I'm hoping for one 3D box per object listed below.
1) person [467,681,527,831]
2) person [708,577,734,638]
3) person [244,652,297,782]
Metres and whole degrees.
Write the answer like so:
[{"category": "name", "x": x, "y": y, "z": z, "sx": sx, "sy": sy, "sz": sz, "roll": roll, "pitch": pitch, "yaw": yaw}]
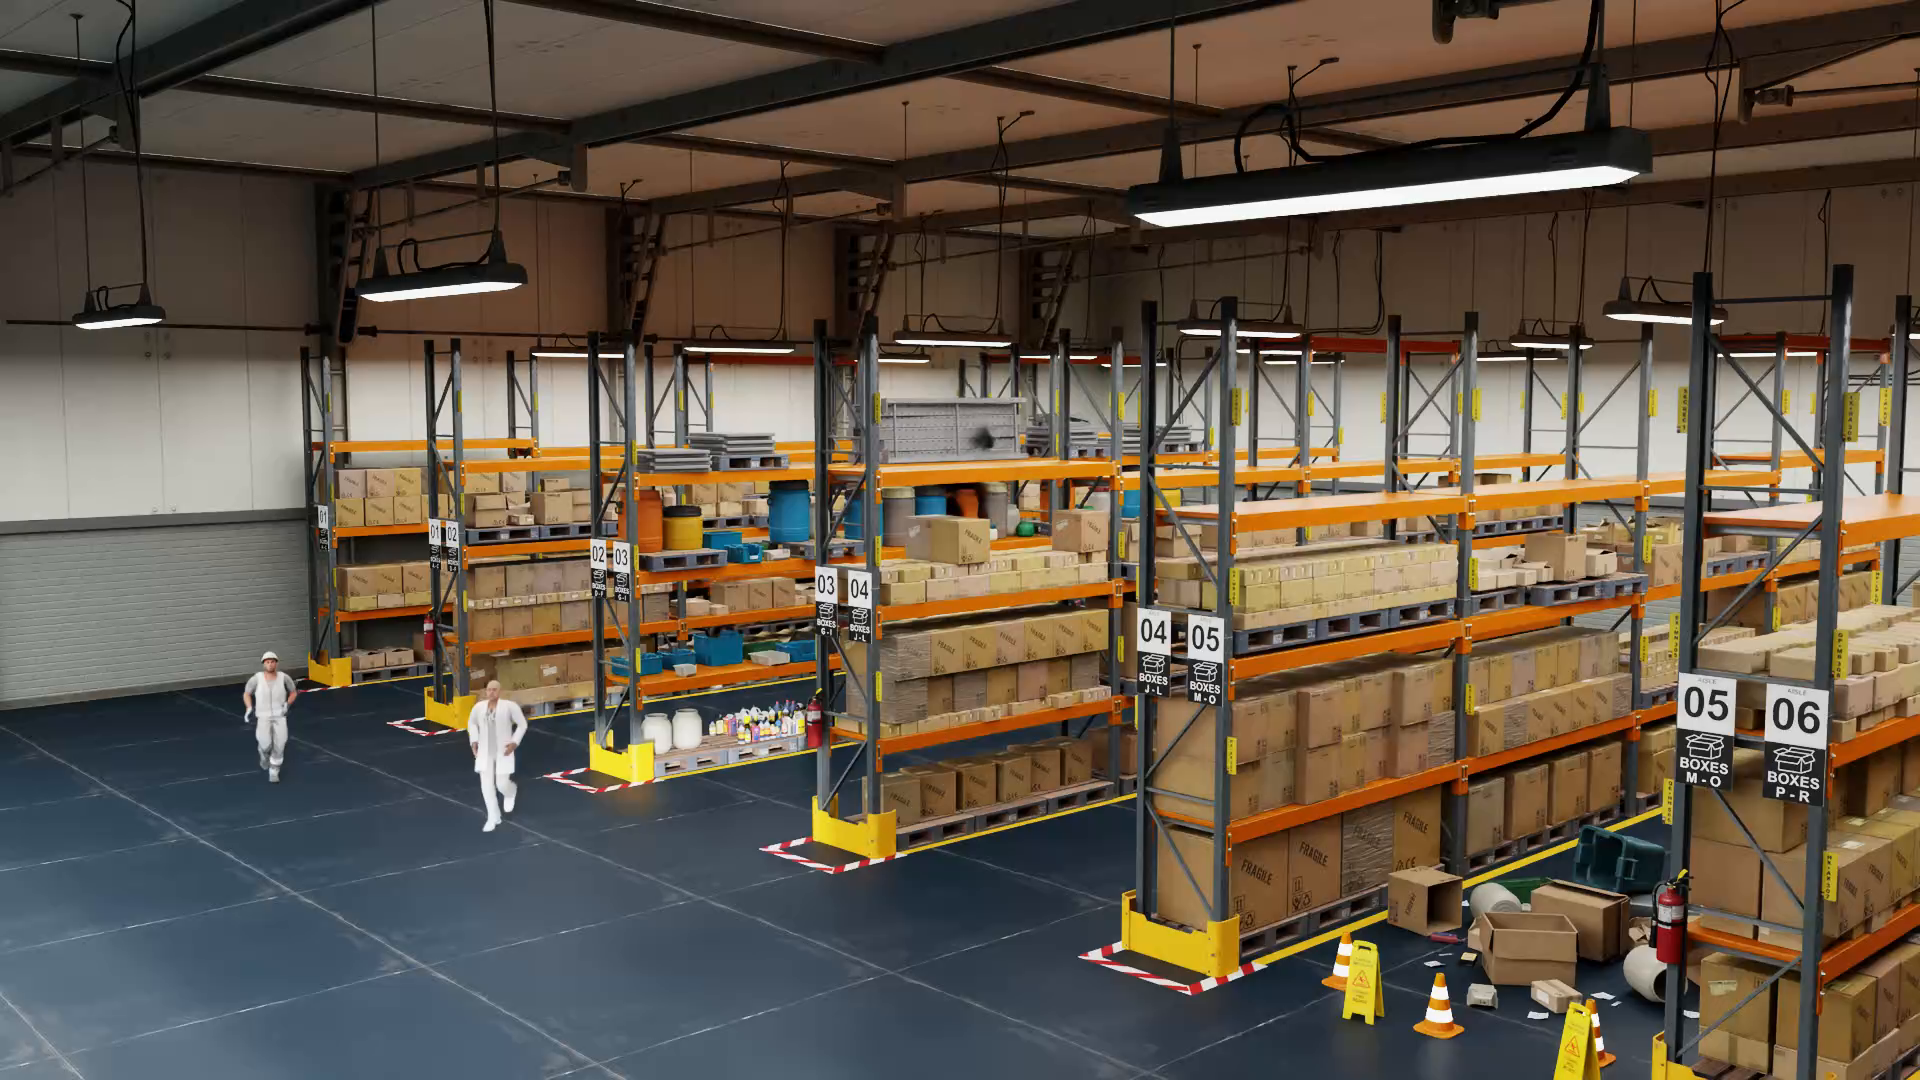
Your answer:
[{"category": "person", "x": -5.563, "y": 2.551, "z": 19.991, "sx": 0.732, "sy": 1.744, "sz": 0.822, "roll": 0, "pitch": 5, "yaw": -2}, {"category": "person", "x": -4.517, "y": 1.442, "z": 31.691, "sx": 0.889, "sy": 1.636, "sz": 0.635, "roll": -4, "pitch": 7, "yaw": -41}, {"category": "person", "x": -9.169, "y": 2.355, "z": 22.149, "sx": 0.657, "sy": 1.740, "sz": 0.597, "roll": -2, "pitch": 6, "yaw": -25}]
